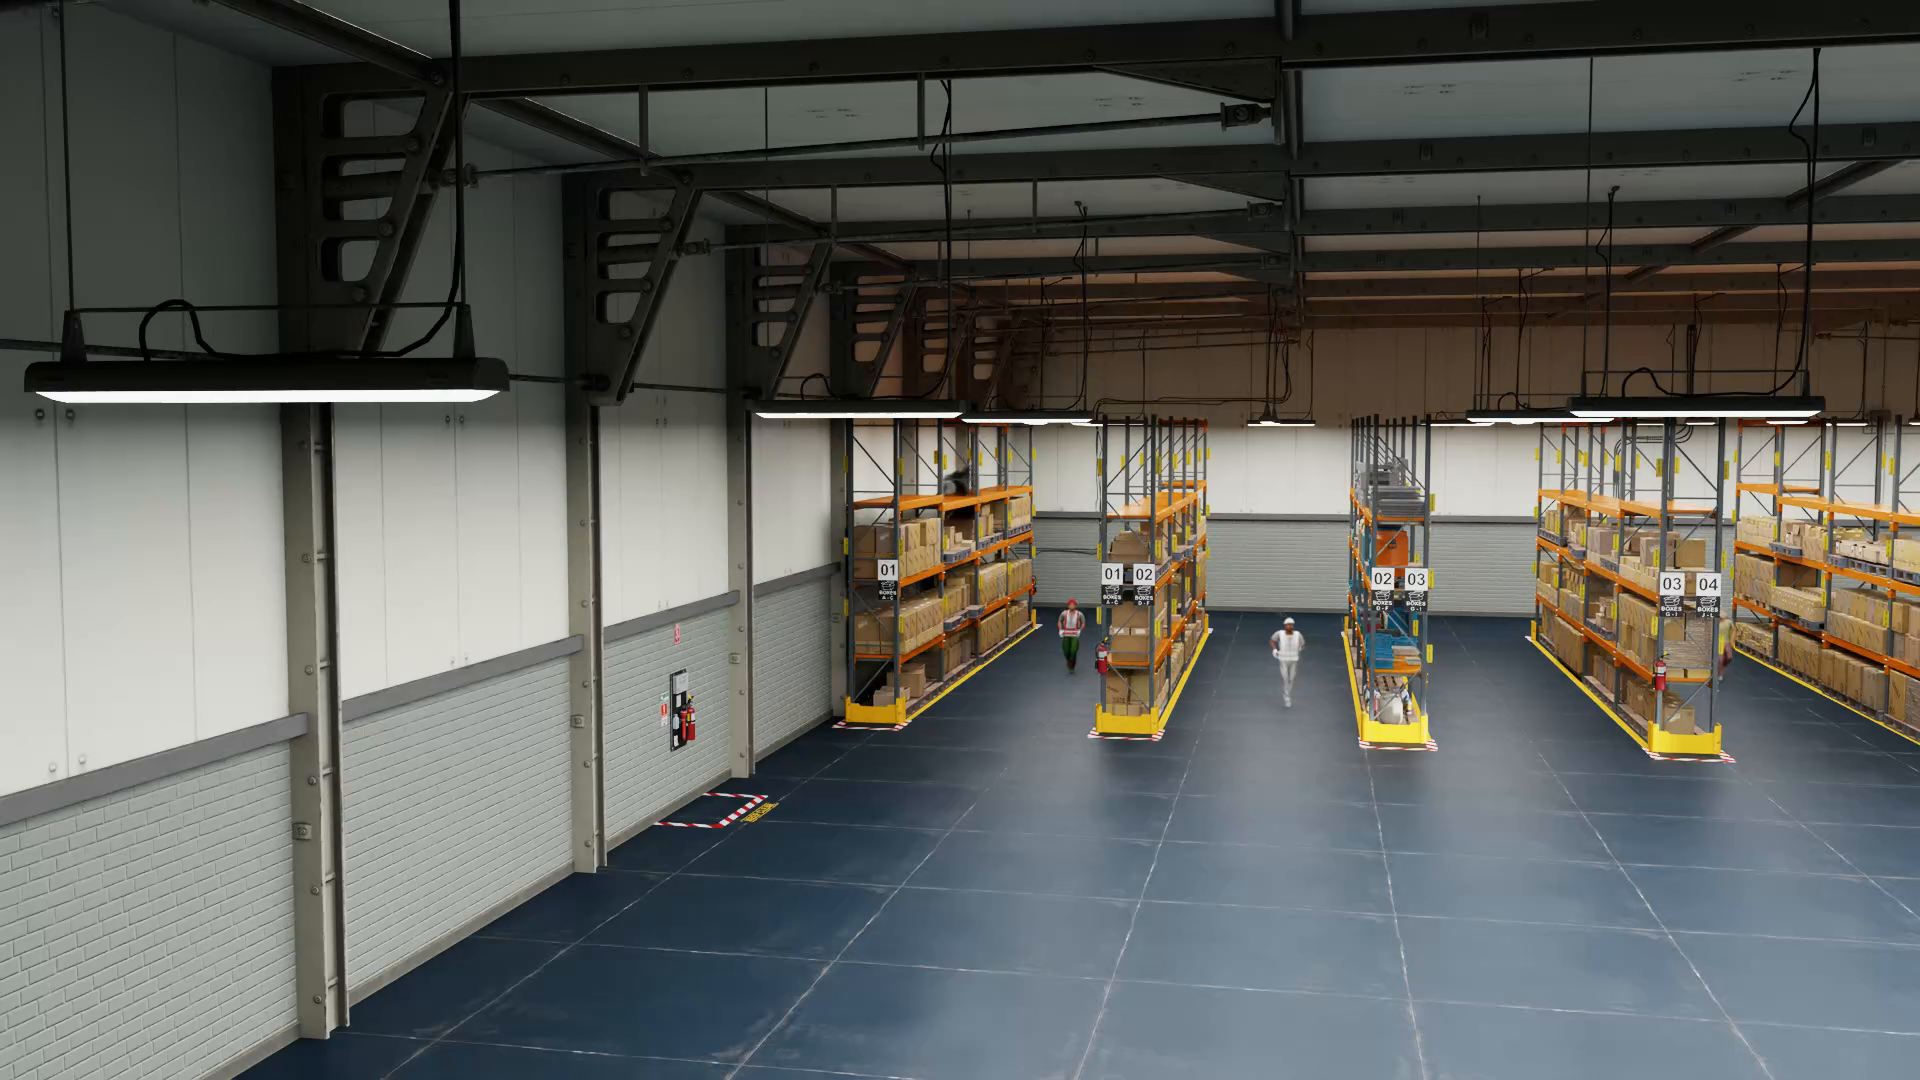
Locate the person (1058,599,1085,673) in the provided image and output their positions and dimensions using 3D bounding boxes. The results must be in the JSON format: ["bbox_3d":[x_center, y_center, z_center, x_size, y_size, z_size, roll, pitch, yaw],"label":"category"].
[{"bbox_3d":[2.613,2.252,39.042,0.641,1.746,0.554,1,4,9],"label":"person"}]

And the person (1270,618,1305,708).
[{"bbox_3d":[6.822,2.485,34.513,0.675,1.743,0.953,0,4,-3],"label":"person"}]

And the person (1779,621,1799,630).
[{"bbox_3d":[22.254,1.955,44.762,0.618,1.620,0.609,-1,4,-16],"label":"person"}]

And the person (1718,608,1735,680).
[{"bbox_3d":[17.440,2.376,38.049,0.617,1.636,0.560,1,4,9],"label":"person"}]
